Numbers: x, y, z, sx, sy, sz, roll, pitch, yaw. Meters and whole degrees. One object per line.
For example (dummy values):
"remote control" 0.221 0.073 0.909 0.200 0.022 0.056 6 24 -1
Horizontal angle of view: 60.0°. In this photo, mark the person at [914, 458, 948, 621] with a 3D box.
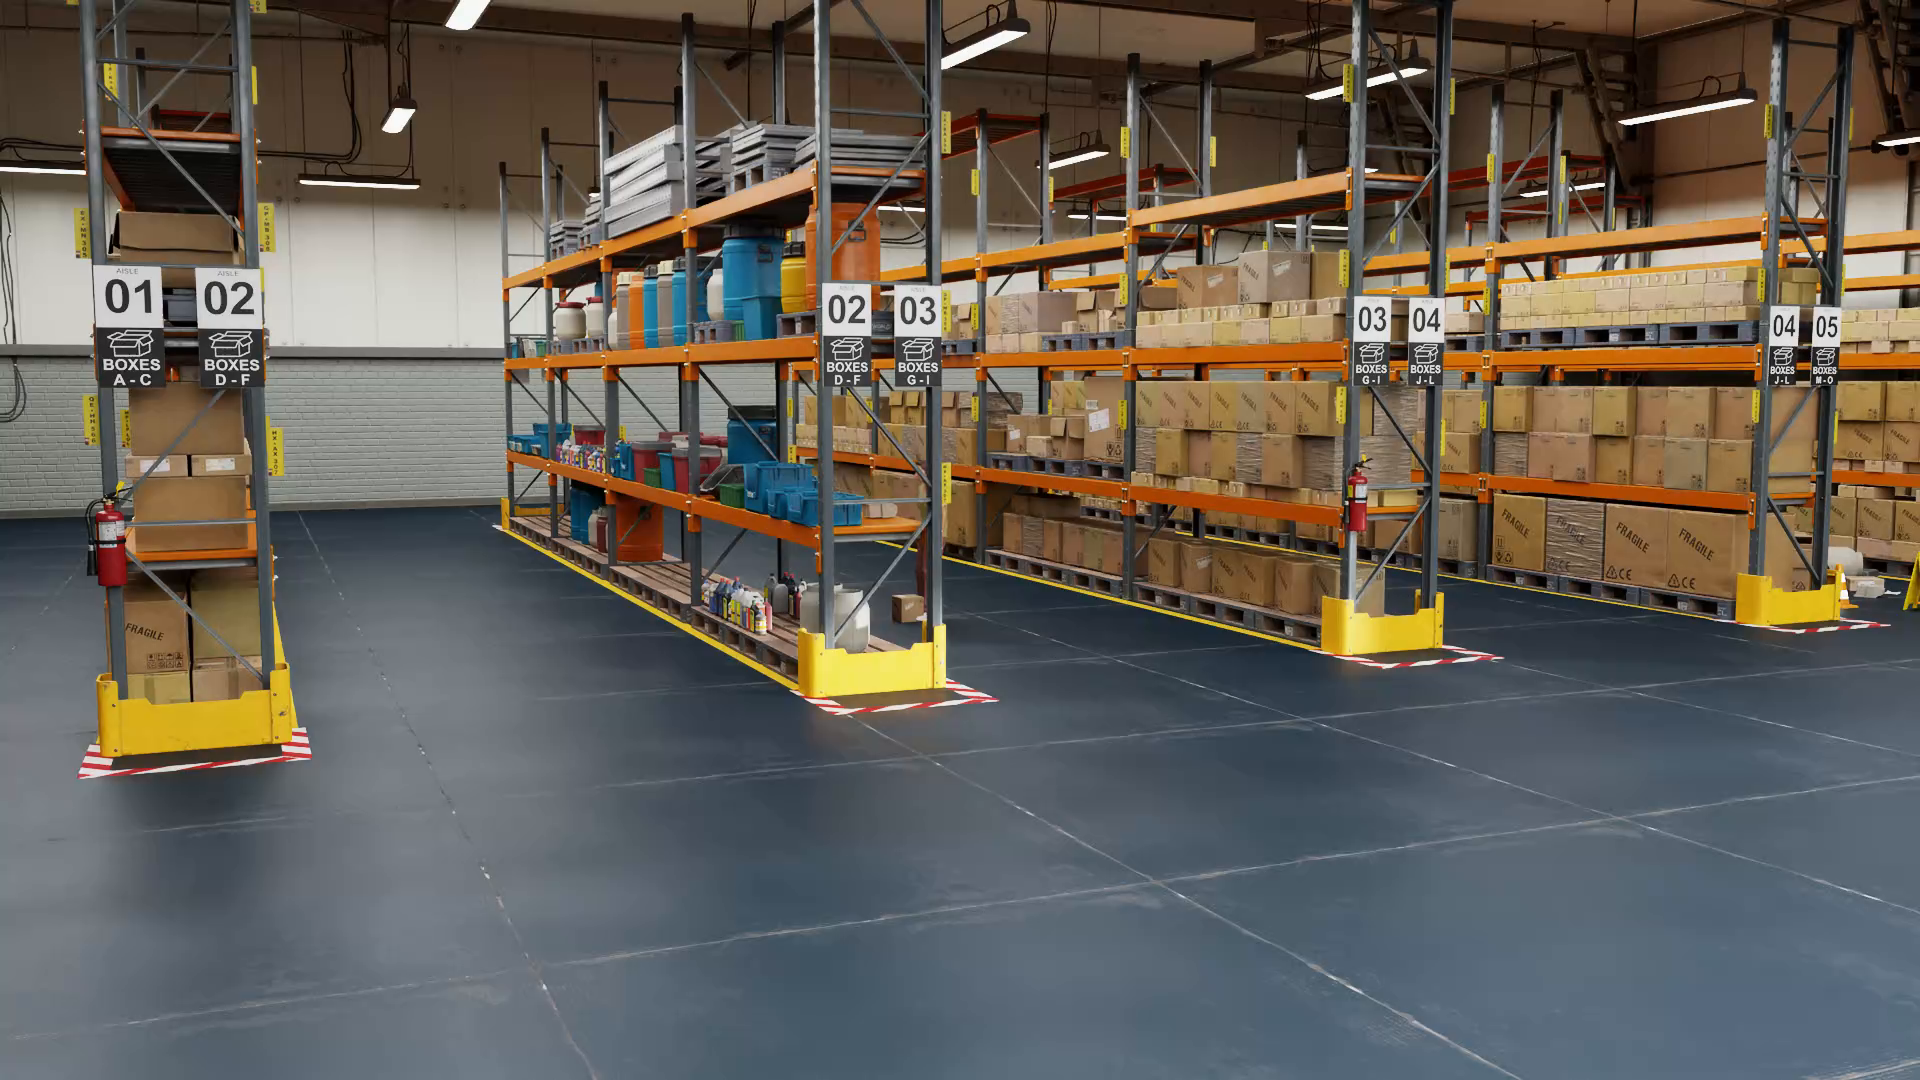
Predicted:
"person" -0.339 -0.015 17.125 0.405 1.673 0.502 -2 6 -24
